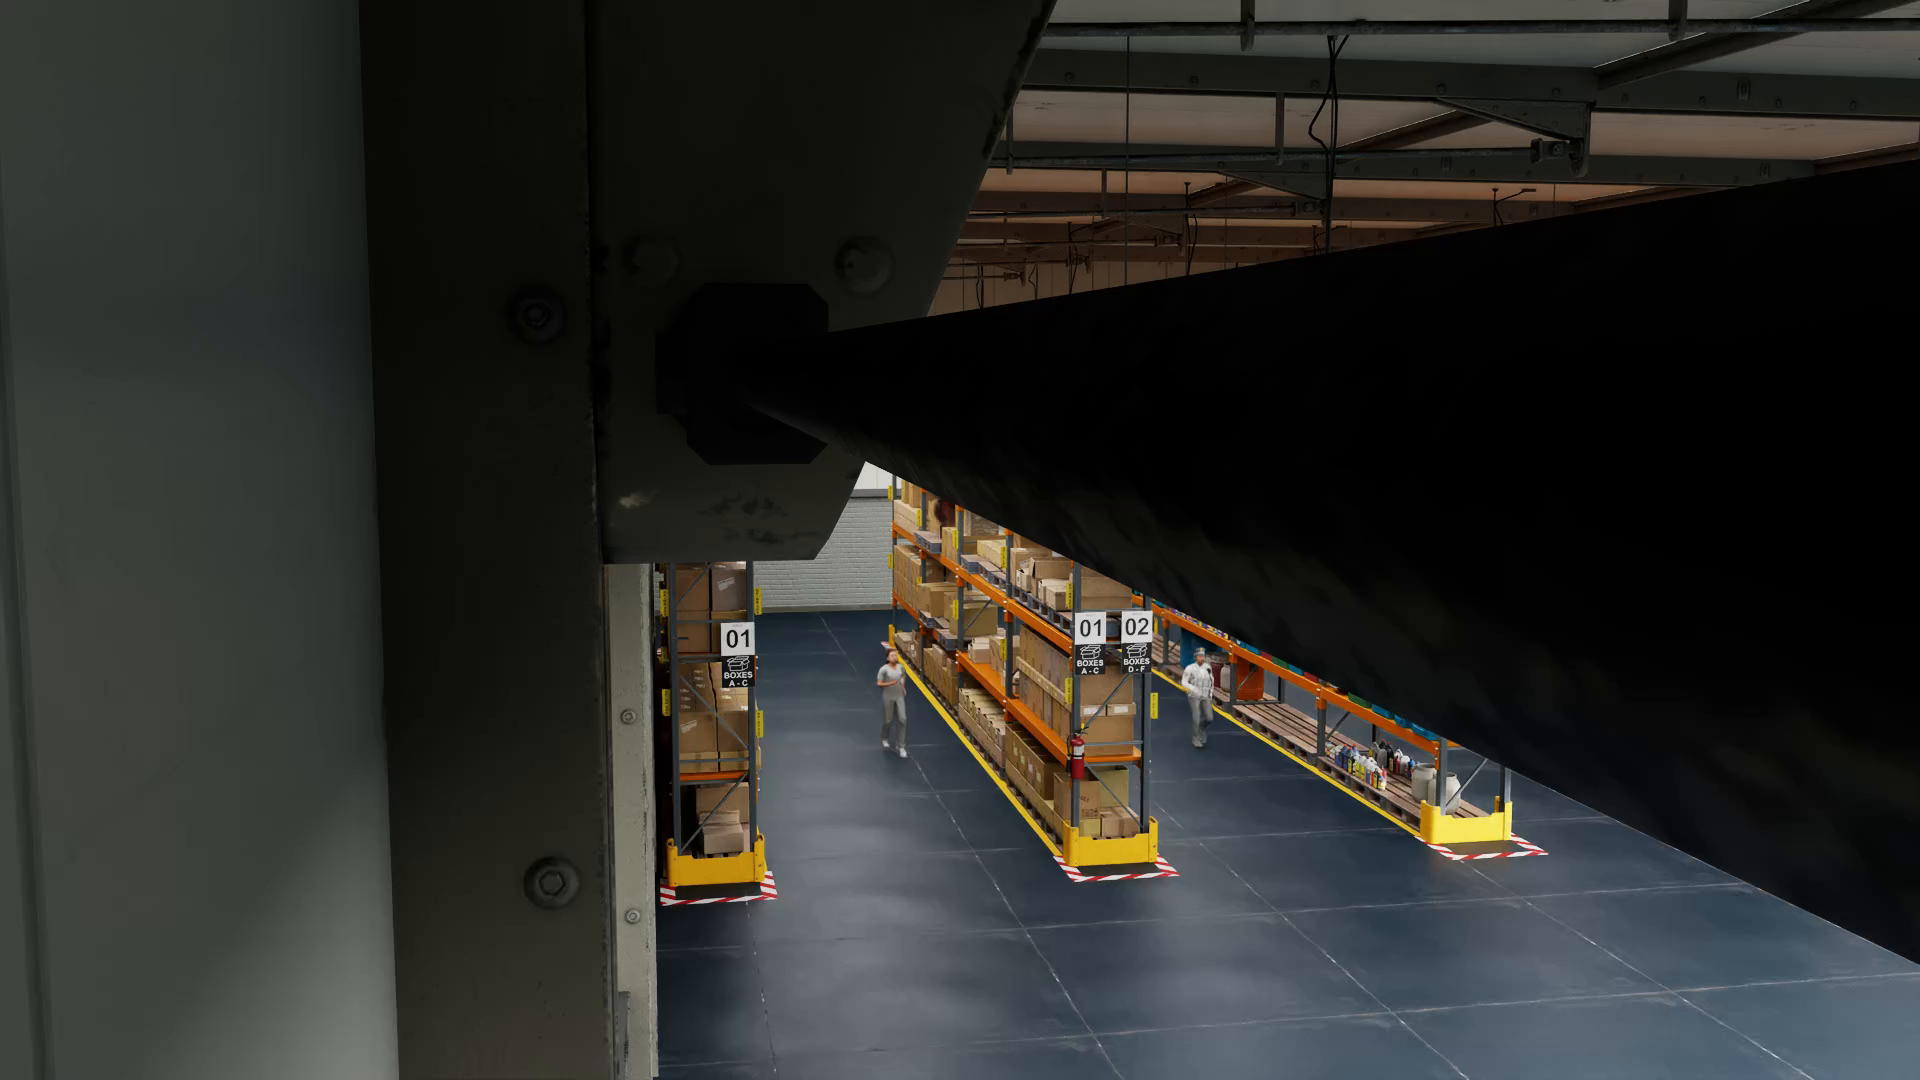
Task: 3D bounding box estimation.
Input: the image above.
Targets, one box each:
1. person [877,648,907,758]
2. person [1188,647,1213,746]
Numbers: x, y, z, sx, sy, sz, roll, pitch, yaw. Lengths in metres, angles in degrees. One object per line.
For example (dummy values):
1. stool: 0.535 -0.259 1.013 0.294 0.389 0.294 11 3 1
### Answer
1. person: -1.080 2.655 26.766 0.559 1.563 0.831 -3 7 -22
2. person: 3.932 2.567 27.131 0.436 1.657 0.546 -2 6 -14
